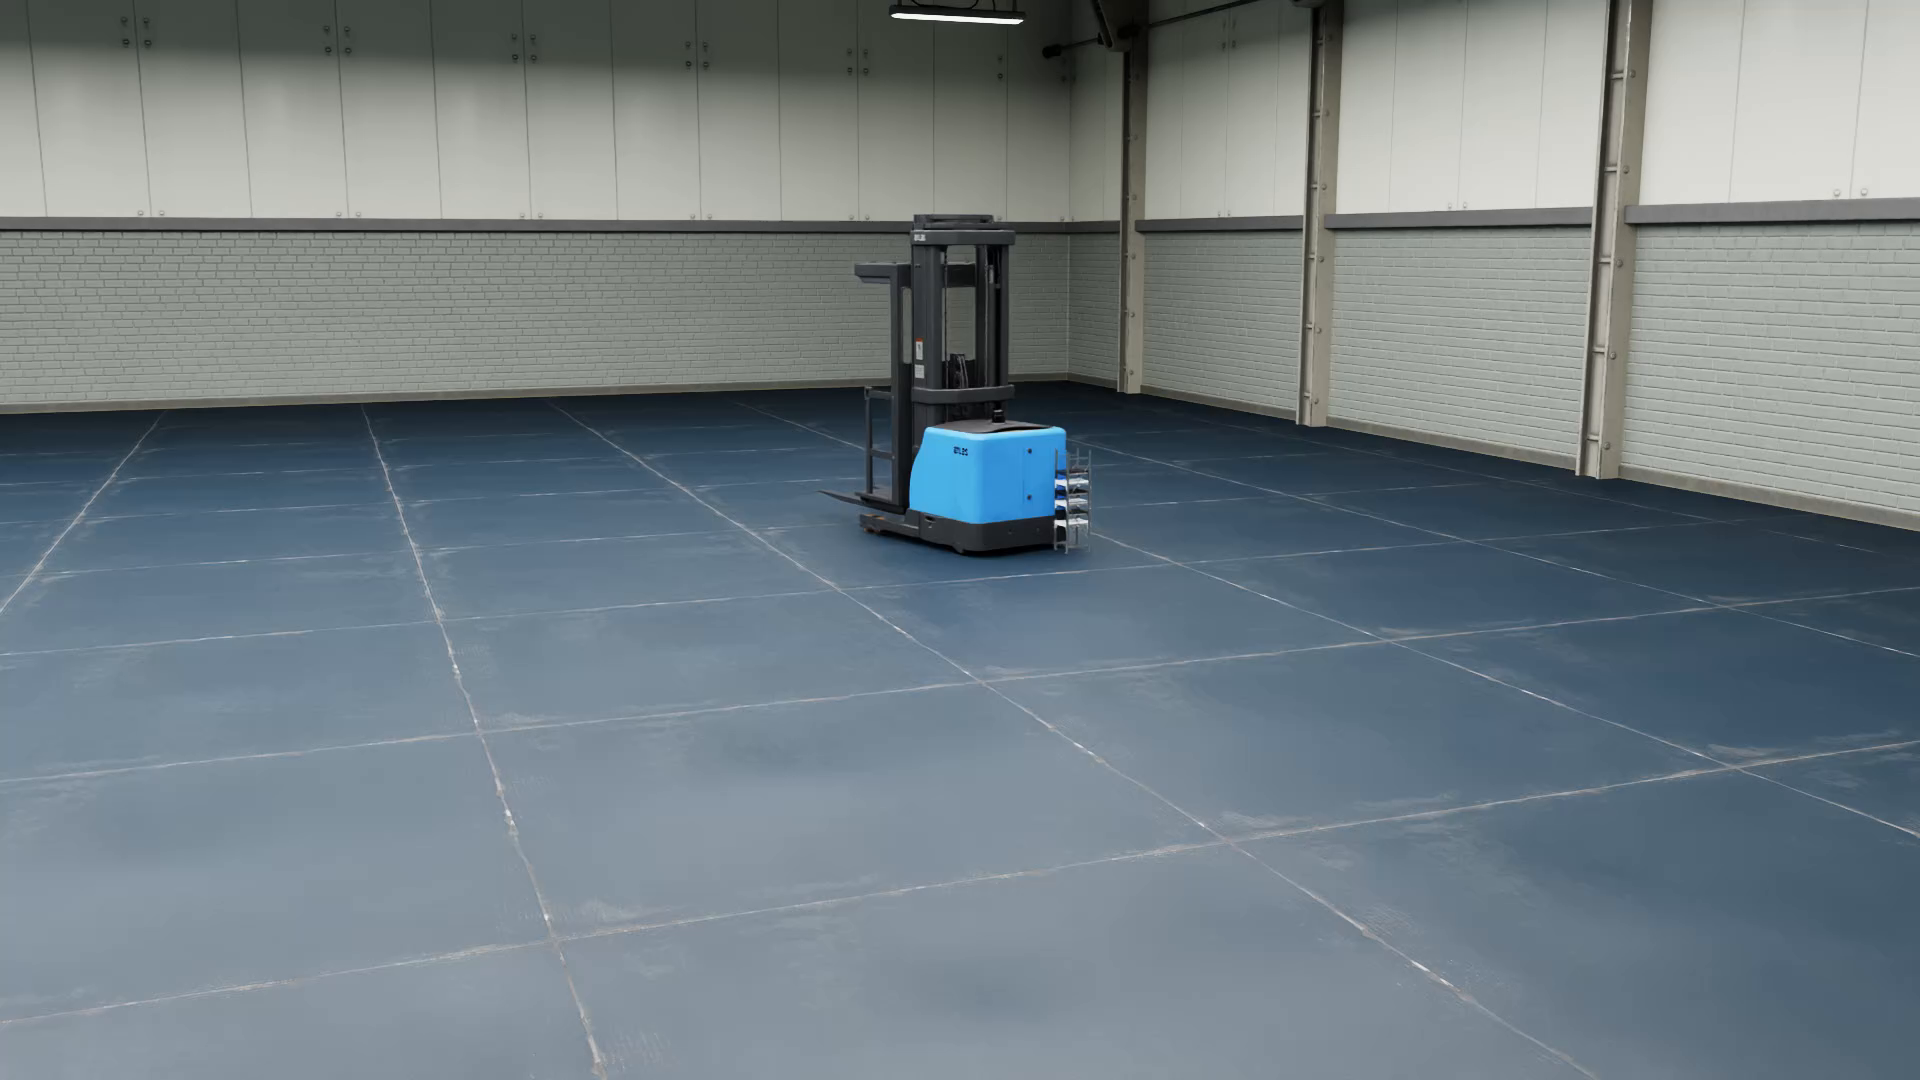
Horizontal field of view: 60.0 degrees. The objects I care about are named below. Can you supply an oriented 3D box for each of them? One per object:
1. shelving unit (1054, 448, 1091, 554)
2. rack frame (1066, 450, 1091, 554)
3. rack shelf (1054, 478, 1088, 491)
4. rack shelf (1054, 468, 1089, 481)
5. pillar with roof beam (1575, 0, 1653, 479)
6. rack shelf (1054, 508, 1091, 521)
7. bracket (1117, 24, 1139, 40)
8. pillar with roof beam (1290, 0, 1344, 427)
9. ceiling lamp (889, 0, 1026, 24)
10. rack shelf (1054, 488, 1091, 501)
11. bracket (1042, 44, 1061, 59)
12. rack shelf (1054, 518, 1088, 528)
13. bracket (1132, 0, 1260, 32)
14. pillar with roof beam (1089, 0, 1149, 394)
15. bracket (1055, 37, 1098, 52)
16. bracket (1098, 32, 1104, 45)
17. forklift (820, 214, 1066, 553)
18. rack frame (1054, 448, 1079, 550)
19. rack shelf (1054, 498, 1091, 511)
[{"bbox_3d":[0.989,-0.345,14.619,0.258,0.900,0.210,-5,11,-27],"label":"shelving unit"},{"bbox_3d":[1.036,-0.329,14.530,0.240,0.900,0.006,-5,11,-27],"label":"rack frame"},{"bbox_3d":[0.989,-0.489,14.593,0.258,0.077,0.200,-5,11,-27],"label":"rack shelf"},{"bbox_3d":[0.989,-0.578,14.577,0.258,0.077,0.200,-5,11,-27],"label":"rack shelf"},{"bbox_3d":[3.439,-4.902,17.111,9.100,9.000,0.400,-4,11,-21],"label":"pillar with roof beam"},{"bbox_3d":[0.989,-0.223,14.640,0.258,0.077,0.200,-5,11,-27],"label":"rack shelf"},{"bbox_3d":[2.922,-8.816,28.836,0.235,0.232,0.430,-4,11,-21],"label":"bracket"},{"bbox_3d":[1.264,-5.881,22.617,9.100,9.000,0.548,-4,11,-21],"label":"pillar with roof beam"},{"bbox_3d":[-0.121,-9.062,23.832,2.000,3.185,0.800,-4,11,-21],"label":"ceiling lamp"},{"bbox_3d":[0.989,-0.401,14.609,0.258,0.077,0.200,-5,11,-27],"label":"rack shelf"},{"bbox_3d":[1.762,-9.338,31.772,0.235,0.232,0.430,-4,11,-21],"label":"bracket"},{"bbox_3d":[0.989,-0.135,14.656,0.258,0.077,0.200,-5,11,-27],"label":"rack shelf"},{"bbox_3d":[3.856,-8.395,26.472,0.076,0.066,4.783,-4,11,-21],"label":"bracket"},{"bbox_3d":[-0.910,-6.860,28.123,9.100,9.000,0.548,-4,11,-21],"label":"pillar with roof beam"},{"bbox_3d":[1.976,-9.241,31.230,0.076,0.066,3.189,-4,11,-21],"label":"bracket"},{"bbox_3d":[2.621,-8.951,29.597,0.235,0.232,0.430,-4,11,-21],"label":"bracket"},{"bbox_3d":[-0.291,-1.539,15.533,1.130,2.935,3.031,-7,12,-34],"label":"forklift"},{"bbox_3d":[0.942,-0.361,14.707,0.240,0.900,0.006,-5,11,-27],"label":"rack frame"},{"bbox_3d":[0.989,-0.312,14.624,0.258,0.077,0.200,-5,11,-27],"label":"rack shelf"}]
